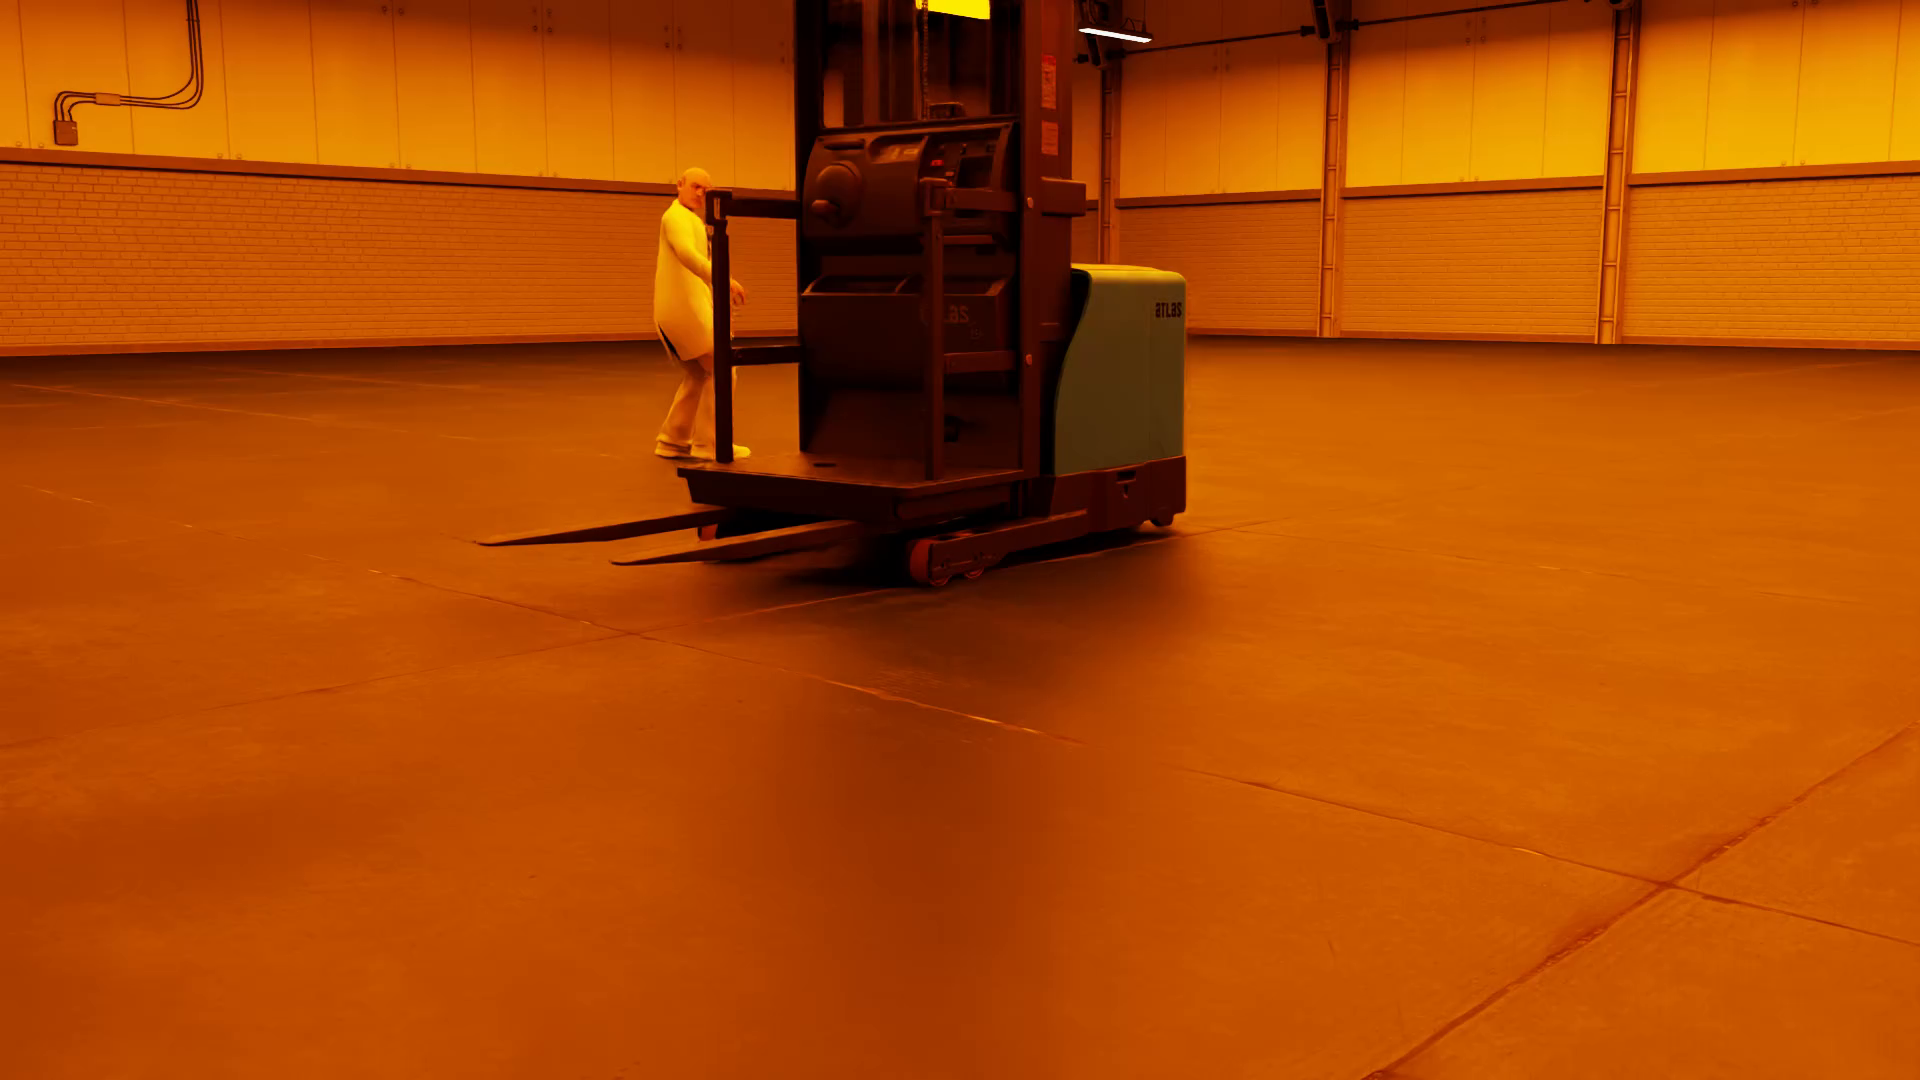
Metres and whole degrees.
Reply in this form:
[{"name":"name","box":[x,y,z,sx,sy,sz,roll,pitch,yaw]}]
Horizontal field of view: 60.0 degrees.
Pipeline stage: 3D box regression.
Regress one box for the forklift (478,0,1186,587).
[{"name":"forklift","box":[-0.327,-1.371,5.980,1.130,2.935,3.031,6,11,36]}]

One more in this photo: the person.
[{"name":"person","box":[-1.548,-1.326,9.877,0.551,1.722,0.825,-3,9,-21]}]
